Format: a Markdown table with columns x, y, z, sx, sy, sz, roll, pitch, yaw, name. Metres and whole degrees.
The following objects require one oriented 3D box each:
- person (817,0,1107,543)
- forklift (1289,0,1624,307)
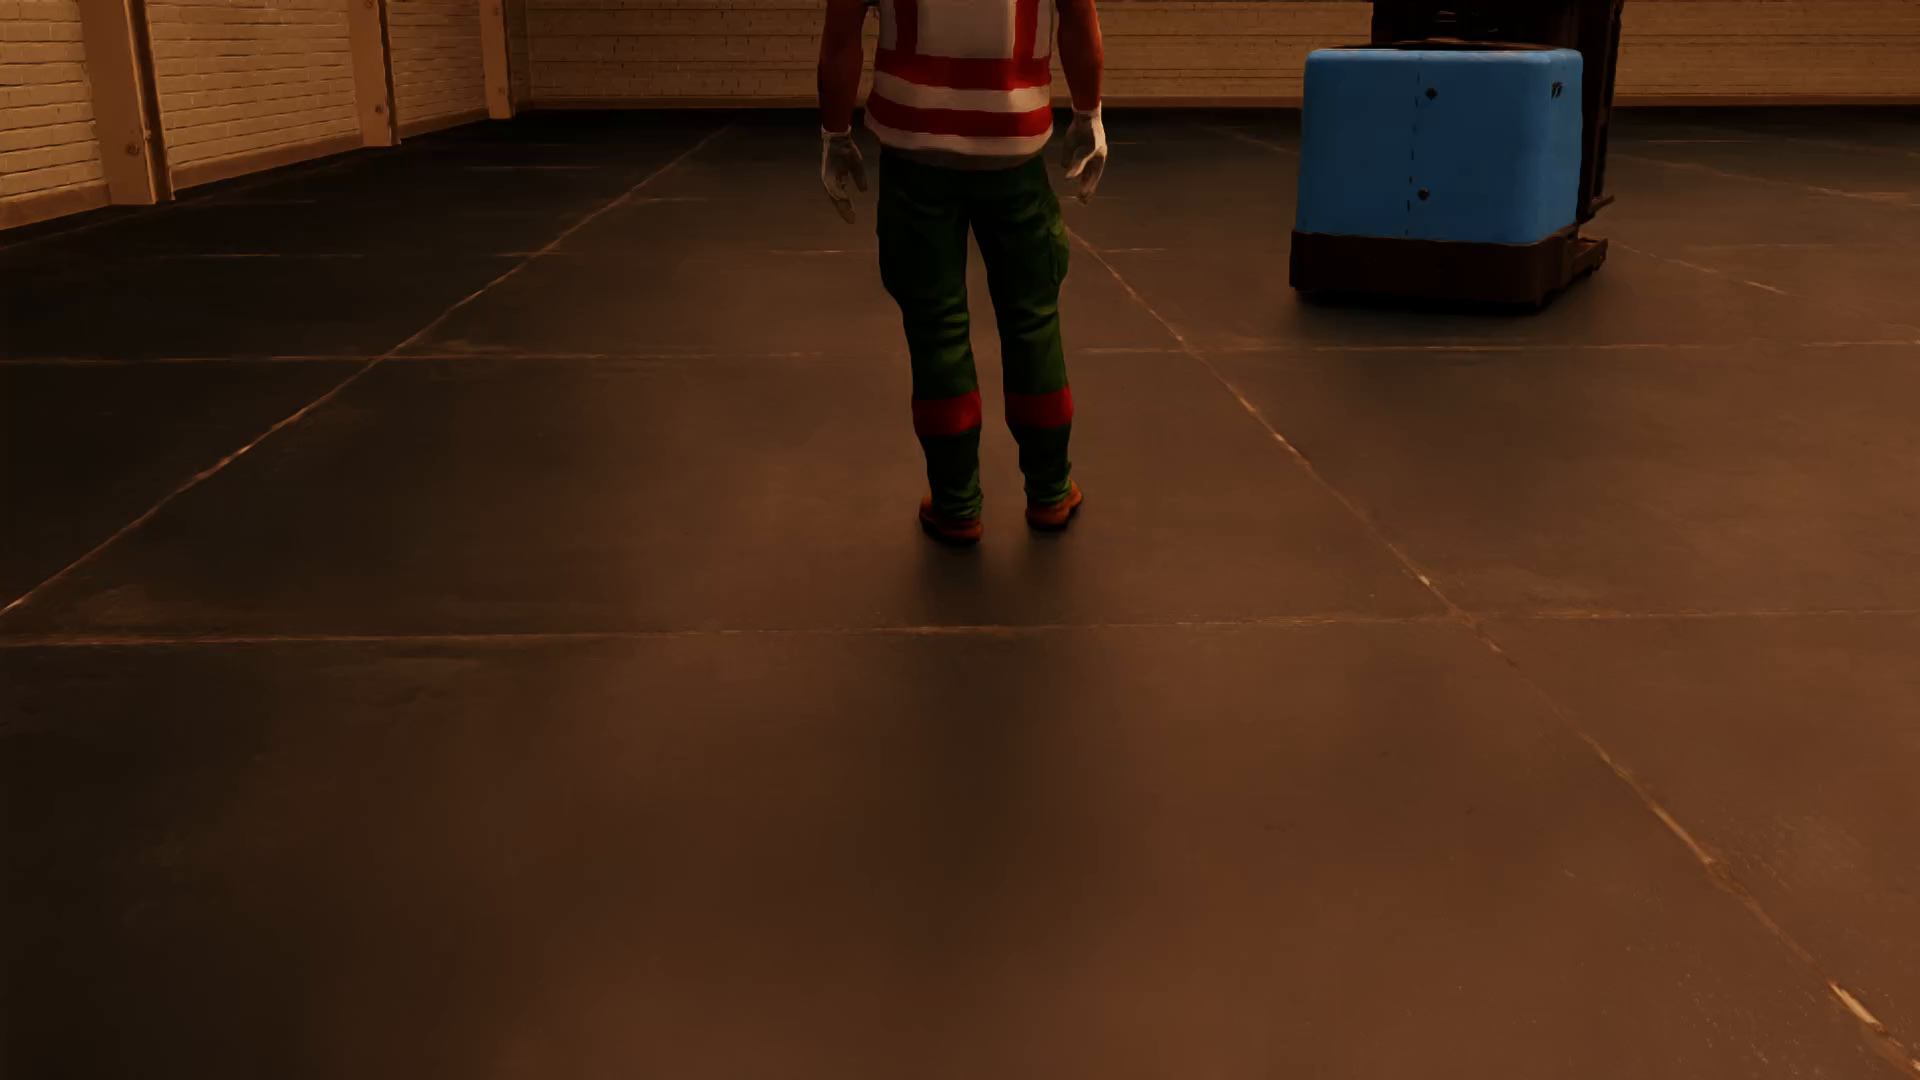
| x | y | z | sx | sy | sz | roll | pitch | yaw | name |
| --- | --- | --- | --- | --- | --- | --- | --- | --- | --- |
| 0.007 | -0.884 | 3.732 | 0.637 | 1.783 | 0.563 | -1 | 17 | -3 | person |
| 2.610 | -2.767 | 7.953 | 1.130 | 2.935 | 3.031 | 9 | 19 | 27 | forklift |
